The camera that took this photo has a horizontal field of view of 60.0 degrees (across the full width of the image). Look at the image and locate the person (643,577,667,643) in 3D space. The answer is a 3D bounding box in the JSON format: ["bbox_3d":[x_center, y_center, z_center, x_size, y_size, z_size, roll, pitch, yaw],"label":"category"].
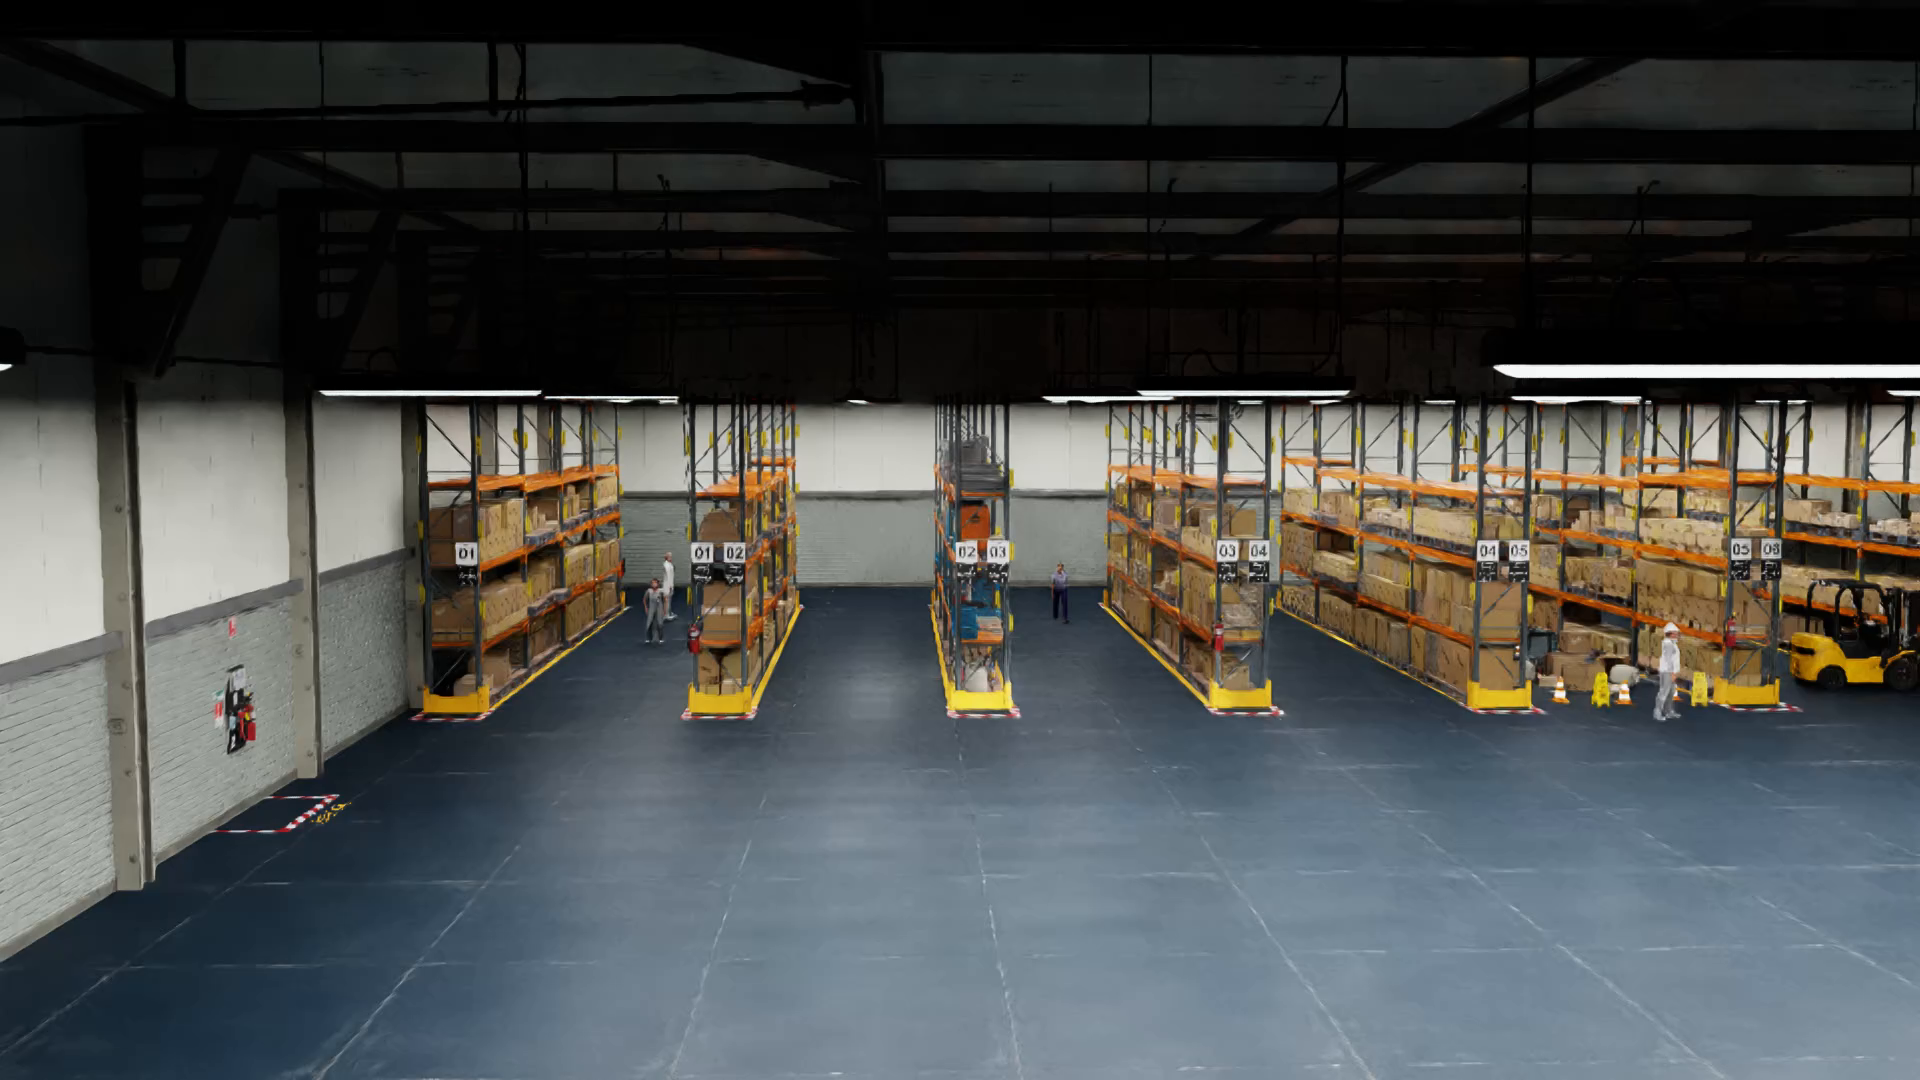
[{"bbox_3d":[-7.361,1.702,40.211,0.580,1.619,0.507,0,5,-5],"label":"person"}]

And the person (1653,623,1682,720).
[{"bbox_3d":[12.960,2.400,30.394,0.479,1.778,0.617,2,5,24],"label":"person"}]

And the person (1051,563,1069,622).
[{"bbox_3d":[2.650,1.380,44.300,0.479,1.567,1.090,0,5,0],"label":"person"}]

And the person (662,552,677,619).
[{"bbox_3d":[-7.843,1.223,44.855,0.446,1.780,0.674,-1,5,-15],"label":"person"}]
